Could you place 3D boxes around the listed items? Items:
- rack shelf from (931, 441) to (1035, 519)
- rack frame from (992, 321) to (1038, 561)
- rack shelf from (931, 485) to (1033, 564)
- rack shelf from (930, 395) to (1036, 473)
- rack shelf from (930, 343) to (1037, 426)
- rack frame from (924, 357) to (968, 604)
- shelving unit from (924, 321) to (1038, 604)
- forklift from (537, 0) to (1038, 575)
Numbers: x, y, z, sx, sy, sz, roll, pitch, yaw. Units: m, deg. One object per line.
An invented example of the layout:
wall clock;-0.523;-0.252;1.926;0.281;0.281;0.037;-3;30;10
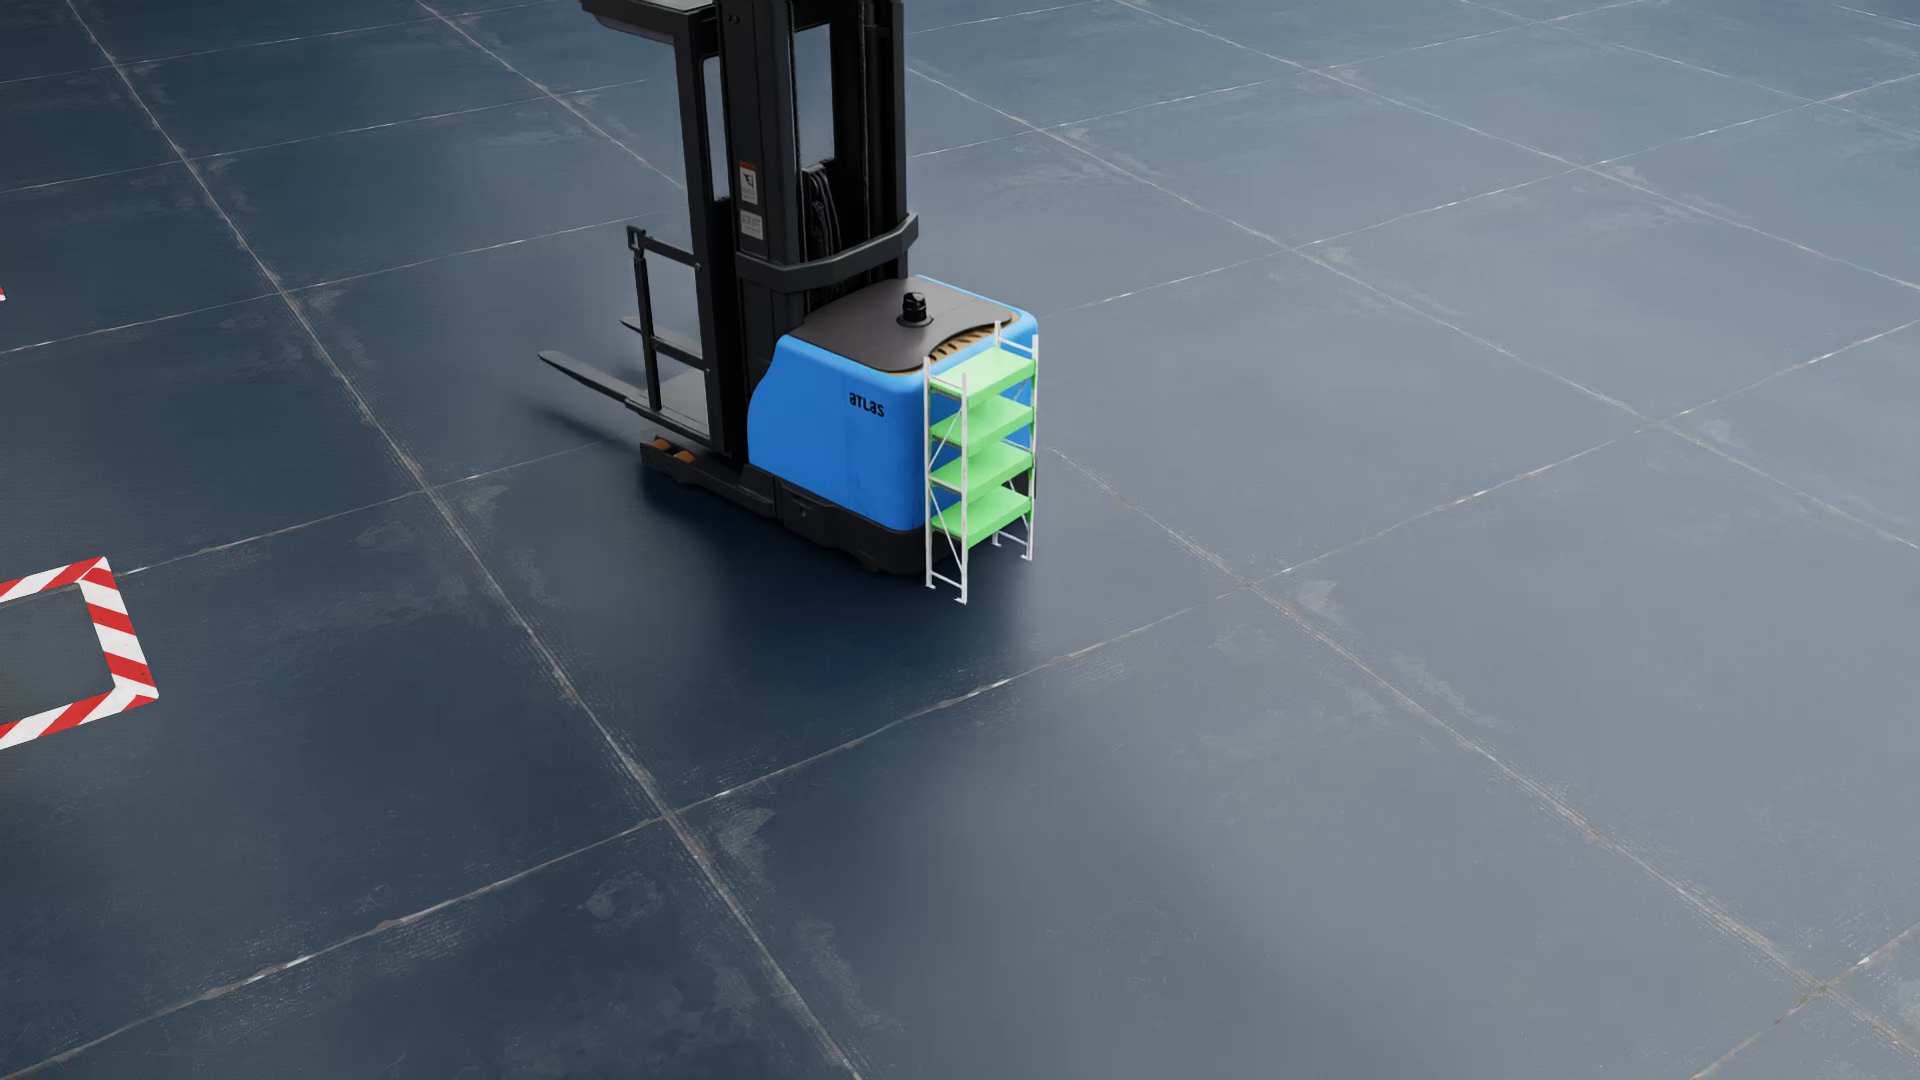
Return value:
rack shelf;0.096;-0.295;7.713;0.258;0.148;0.480;25;40;33
rack frame;0.255;-0.448;7.835;0.240;1.200;0.015;25;40;33
rack shelf;0.096;-0.093;7.841;0.258;0.148;0.480;25;40;33
rack shelf;0.096;-0.498;7.585;0.258;0.148;0.480;25;40;33
rack shelf;0.096;-0.701;7.457;0.258;0.148;0.480;25;40;33
rack frame;-0.063;-0.251;7.523;0.240;1.200;0.015;25;40;33
shelving unit;0.096;-0.349;7.679;0.258;1.200;0.503;25;40;33
forklift;-1.059;-1.726;8.239;3.031;2.935;1.130;25;40;33
